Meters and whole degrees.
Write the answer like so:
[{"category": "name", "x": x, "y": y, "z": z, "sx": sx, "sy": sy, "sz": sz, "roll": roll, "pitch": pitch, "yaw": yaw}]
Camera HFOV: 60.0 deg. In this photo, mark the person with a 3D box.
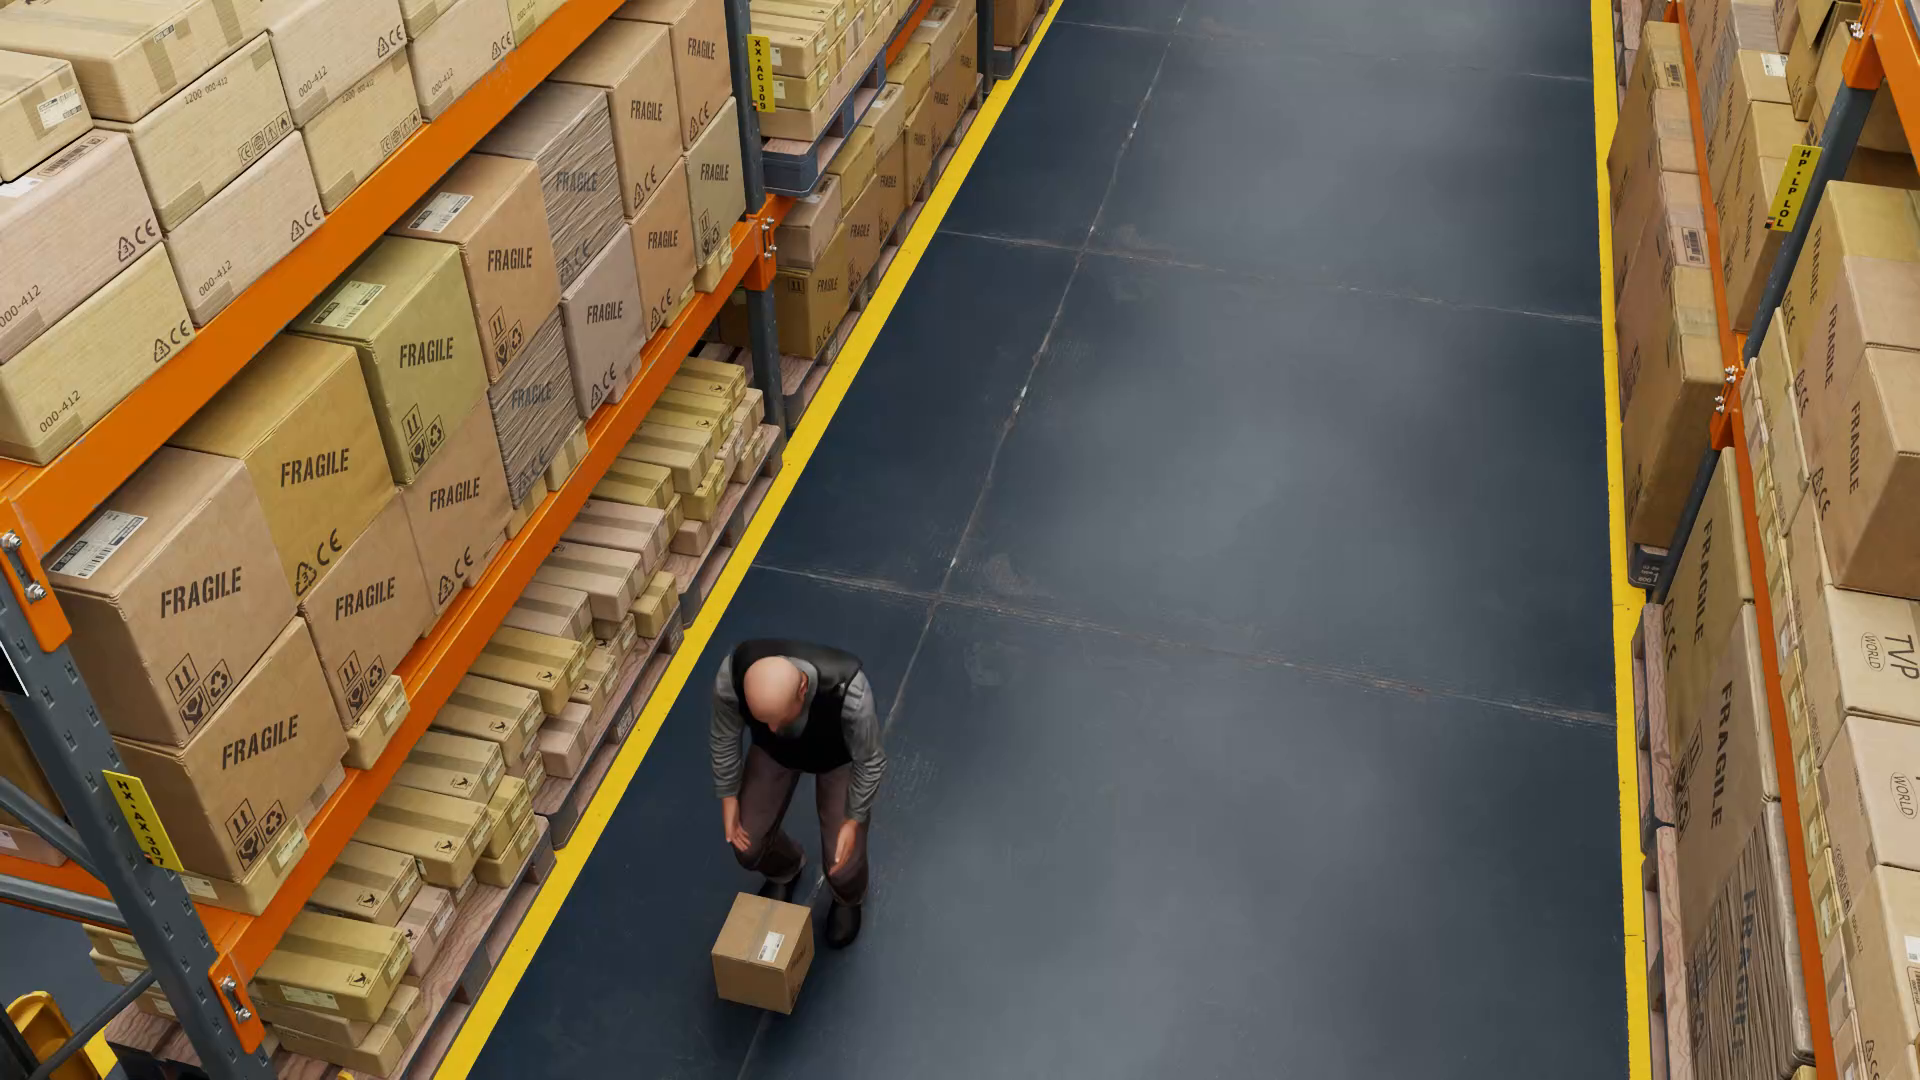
[{"category": "person", "x": -0.496, "y": 0.771, "z": 5.491, "sx": 0.590, "sy": 1.456, "sz": 0.669, "roll": 10, "pitch": 42, "yaw": 12}]
